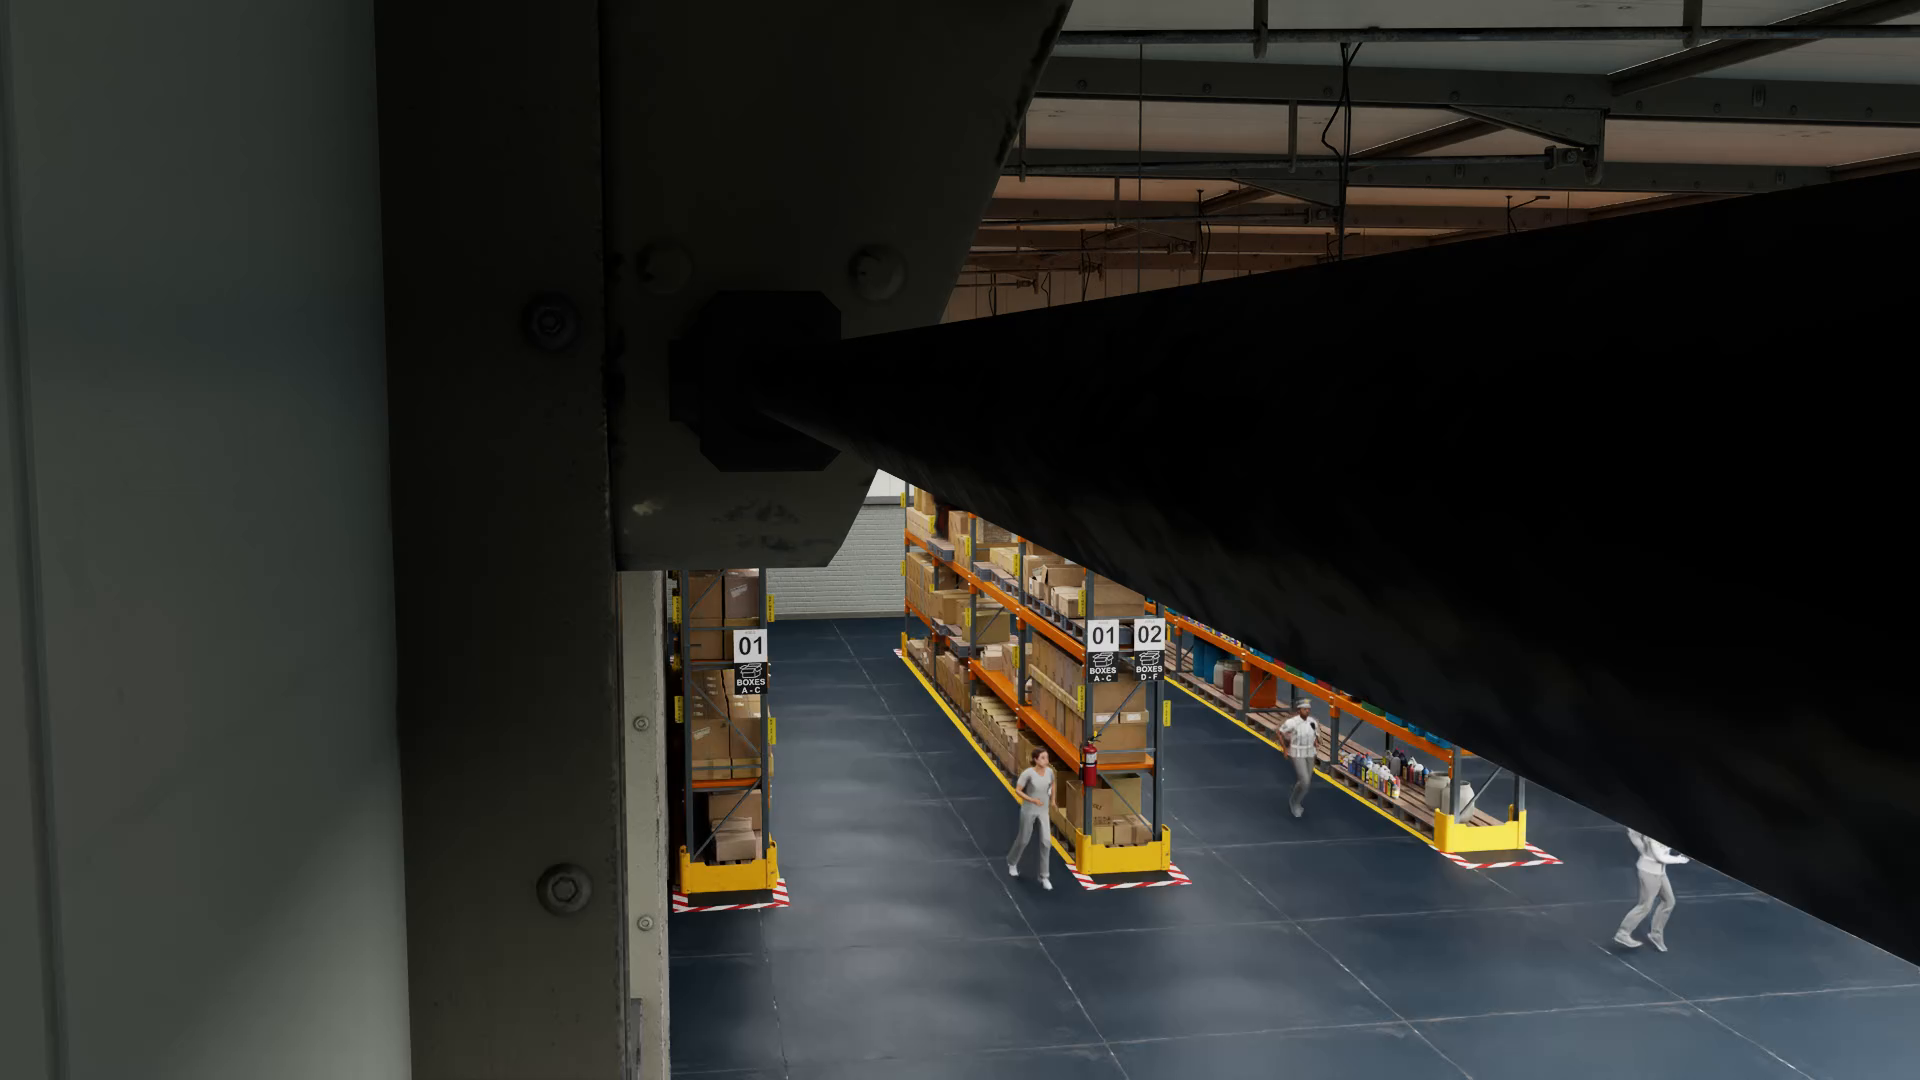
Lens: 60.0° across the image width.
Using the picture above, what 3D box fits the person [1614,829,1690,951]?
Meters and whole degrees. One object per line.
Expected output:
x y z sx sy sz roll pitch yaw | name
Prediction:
7.498 3.646 18.016 0.722 1.760 0.632 2 6 18 | person

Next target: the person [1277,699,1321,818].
4.827 3.066 23.417 0.546 1.695 0.675 -2 6 -22 | person

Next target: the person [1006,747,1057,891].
0.951 3.382 20.488 0.615 1.700 0.846 -3 6 -24 | person
